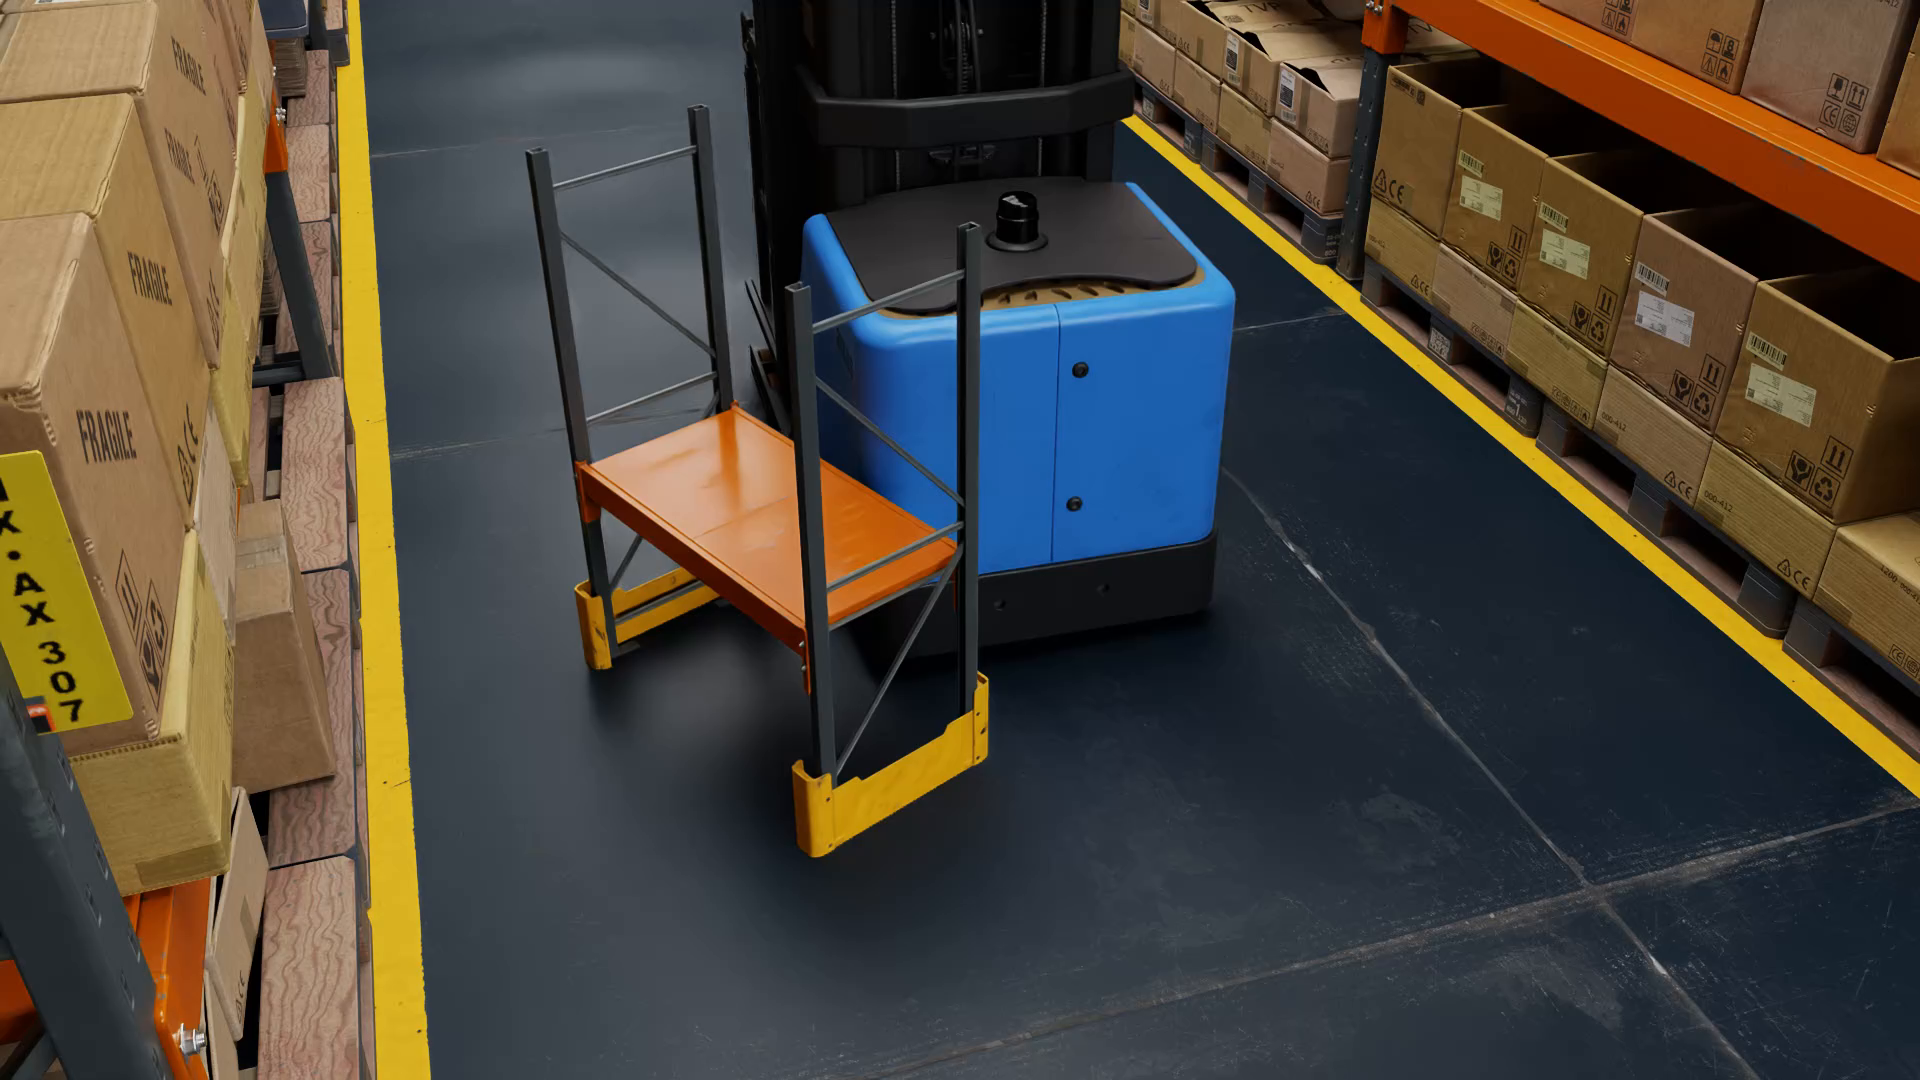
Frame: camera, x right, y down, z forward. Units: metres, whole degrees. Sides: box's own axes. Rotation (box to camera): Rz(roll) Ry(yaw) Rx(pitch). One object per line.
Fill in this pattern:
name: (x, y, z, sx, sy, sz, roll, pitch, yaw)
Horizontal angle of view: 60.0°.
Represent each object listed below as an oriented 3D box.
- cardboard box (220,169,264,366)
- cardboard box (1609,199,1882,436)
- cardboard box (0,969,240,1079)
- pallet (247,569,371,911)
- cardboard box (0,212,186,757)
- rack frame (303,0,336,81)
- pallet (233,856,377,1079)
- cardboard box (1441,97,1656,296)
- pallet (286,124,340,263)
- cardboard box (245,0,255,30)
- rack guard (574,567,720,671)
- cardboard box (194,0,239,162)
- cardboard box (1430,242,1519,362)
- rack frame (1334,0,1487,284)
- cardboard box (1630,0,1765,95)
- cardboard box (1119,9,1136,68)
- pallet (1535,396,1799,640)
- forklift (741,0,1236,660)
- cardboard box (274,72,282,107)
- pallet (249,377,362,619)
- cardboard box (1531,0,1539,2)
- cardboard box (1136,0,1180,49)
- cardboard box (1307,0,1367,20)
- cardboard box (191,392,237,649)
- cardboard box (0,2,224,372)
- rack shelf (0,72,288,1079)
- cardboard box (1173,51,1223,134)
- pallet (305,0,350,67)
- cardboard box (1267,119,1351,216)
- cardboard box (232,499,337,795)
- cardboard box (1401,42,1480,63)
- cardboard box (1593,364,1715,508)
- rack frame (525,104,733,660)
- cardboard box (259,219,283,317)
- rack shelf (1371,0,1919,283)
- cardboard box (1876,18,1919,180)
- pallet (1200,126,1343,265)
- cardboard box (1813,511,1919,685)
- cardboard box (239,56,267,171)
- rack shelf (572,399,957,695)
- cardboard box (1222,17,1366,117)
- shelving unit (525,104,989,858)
cardboard box: (-1.757, -0.548, 3.476, 0.500, 0.250, 0.500, -10, 35, -14)
cardboard box: (2.363, -0.681, 4.992, 0.500, 0.500, 0.500, -10, 35, -15)
cardboard box: (-1.562, 1.072, 2.947, 0.500, 0.311, 0.500, -14, 36, -20)
pallet: (-2.042, 0.564, 4.206, 1.003, 0.211, 1.213, -10, 35, -15)
cardboard box: (-1.296, -0.048, 2.039, 0.500, 0.500, 0.500, -10, 35, -15)
rack frame: (-3.877, -3.688, 8.111, 1.000, 3.000, 0.127, -10, 35, -15)
pallet: (-1.674, 1.203, 3.238, 1.003, 0.211, 1.213, -10, 35, -15)
cardboard box: (2.063, -1.207, 5.788, 0.500, 0.500, 0.500, -10, 35, -15)
pallet: (-3.271, -1.475, 7.291, 1.003, 0.211, 1.213, -10, 35, -15)
cardboard box: (-2.218, -1.651, 4.465, 0.500, 0.500, 0.500, -10, 35, -15)
rack guard: (-0.827, 0.145, 4.804, 0.587, 0.250, 0.087, -26, 42, -34)
cardboard box: (-1.917, -1.123, 3.667, 0.500, 0.500, 0.500, -11, 35, -16)
cardboard box: (2.060, -0.893, 5.994, 0.500, 0.250, 0.500, -10, 35, -15)
rack frame: (2.060, -2.423, 6.196, 1.000, 3.000, 0.127, -10, 35, -15)
cardboard box: (2.517, -1.693, 5.001, 0.700, 0.500, 0.500, -10, 35, -14)
cardboard box: (1.038, -2.691, 8.715, 0.500, 0.250, 0.500, -11, 35, -16)
pallet: (2.638, -0.194, 5.351, 1.003, 0.211, 1.213, -10, 35, -15)
forklift: (-0.134, -1.697, 5.160, 1.130, 2.935, 3.031, -8, 34, -12)
cardboard box: (-3.561, -2.170, 7.681, 0.700, 0.500, 0.500, -10, 35, -15)
pallet: (-2.418, -0.078, 5.177, 1.003, 0.211, 1.213, -10, 35, -15)
cardboard box: (2.201, -2.233, 5.818, 0.700, 0.500, 0.500, -11, 35, -16)
cardboard box: (1.199, -2.649, 8.142, 0.500, 0.311, 0.500, -10, 35, -15)
cardboard box: (1.864, -2.479, 7.886, 0.500, 0.311, 0.500, -11, 35, -16)
cardboard box: (-1.455, -0.014, 2.668, 0.500, 0.250, 0.500, -11, 35, -16)
cardboard box: (-1.589, -0.581, 2.847, 0.500, 0.500, 0.500, -11, 35, -16)
rack shelf: (-2.047, -0.238, 3.542, 1.077, 0.370, 4.000, -10, 35, -15)
cardboard box: (1.348, -2.155, 7.903, 0.500, 0.250, 0.500, -9, 35, -14)
pallet: (-4.046, -2.952, 9.525, 1.003, 0.211, 1.213, -10, 35, -15)
cardboard box: (1.657, -1.620, 7.094, 0.500, 0.250, 0.500, -10, 35, -15)
cardboard box: (-1.912, 0.300, 3.943, 0.700, 0.500, 0.500, -12, 35, -18)
cardboard box: (2.171, -1.944, 7.076, 0.500, 0.311, 0.500, -10, 35, -15)
cardboard box: (2.366, -0.368, 5.200, 0.500, 0.250, 0.500, -10, 35, -15)
rack frame: (-0.828, -0.377, 4.460, 0.500, 1.500, 0.032, -26, 42, -34)
cardboard box: (-2.897, -1.112, 6.081, 0.700, 0.500, 0.500, -9, 34, -13)
rack shelf: (2.670, -1.073, 4.805, 1.077, 0.370, 4.000, -10, 35, -15)
cardboard box: (2.839, -1.149, 4.177, 0.700, 0.500, 0.500, -10, 35, -14)
pallet: (1.798, -1.640, 7.540, 1.003, 0.211, 1.213, -10, 35, -15)
cardboard box: (2.671, 0.157, 4.405, 0.500, 0.250, 0.500, -10, 35, -15)
cardboard box: (-2.080, -1.073, 4.271, 0.500, 0.250, 0.500, -10, 35, -15)
rack shelf: (-0.490, -0.018, 4.243, 0.538, 0.185, 1.000, -26, 42, -34)
cardboard box: (1.498, -2.122, 7.345, 0.500, 0.311, 0.500, -9, 35, -13)
shelving unit: (-0.496, -0.172, 4.149, 0.587, 1.500, 1.083, -26, 42, -34)
